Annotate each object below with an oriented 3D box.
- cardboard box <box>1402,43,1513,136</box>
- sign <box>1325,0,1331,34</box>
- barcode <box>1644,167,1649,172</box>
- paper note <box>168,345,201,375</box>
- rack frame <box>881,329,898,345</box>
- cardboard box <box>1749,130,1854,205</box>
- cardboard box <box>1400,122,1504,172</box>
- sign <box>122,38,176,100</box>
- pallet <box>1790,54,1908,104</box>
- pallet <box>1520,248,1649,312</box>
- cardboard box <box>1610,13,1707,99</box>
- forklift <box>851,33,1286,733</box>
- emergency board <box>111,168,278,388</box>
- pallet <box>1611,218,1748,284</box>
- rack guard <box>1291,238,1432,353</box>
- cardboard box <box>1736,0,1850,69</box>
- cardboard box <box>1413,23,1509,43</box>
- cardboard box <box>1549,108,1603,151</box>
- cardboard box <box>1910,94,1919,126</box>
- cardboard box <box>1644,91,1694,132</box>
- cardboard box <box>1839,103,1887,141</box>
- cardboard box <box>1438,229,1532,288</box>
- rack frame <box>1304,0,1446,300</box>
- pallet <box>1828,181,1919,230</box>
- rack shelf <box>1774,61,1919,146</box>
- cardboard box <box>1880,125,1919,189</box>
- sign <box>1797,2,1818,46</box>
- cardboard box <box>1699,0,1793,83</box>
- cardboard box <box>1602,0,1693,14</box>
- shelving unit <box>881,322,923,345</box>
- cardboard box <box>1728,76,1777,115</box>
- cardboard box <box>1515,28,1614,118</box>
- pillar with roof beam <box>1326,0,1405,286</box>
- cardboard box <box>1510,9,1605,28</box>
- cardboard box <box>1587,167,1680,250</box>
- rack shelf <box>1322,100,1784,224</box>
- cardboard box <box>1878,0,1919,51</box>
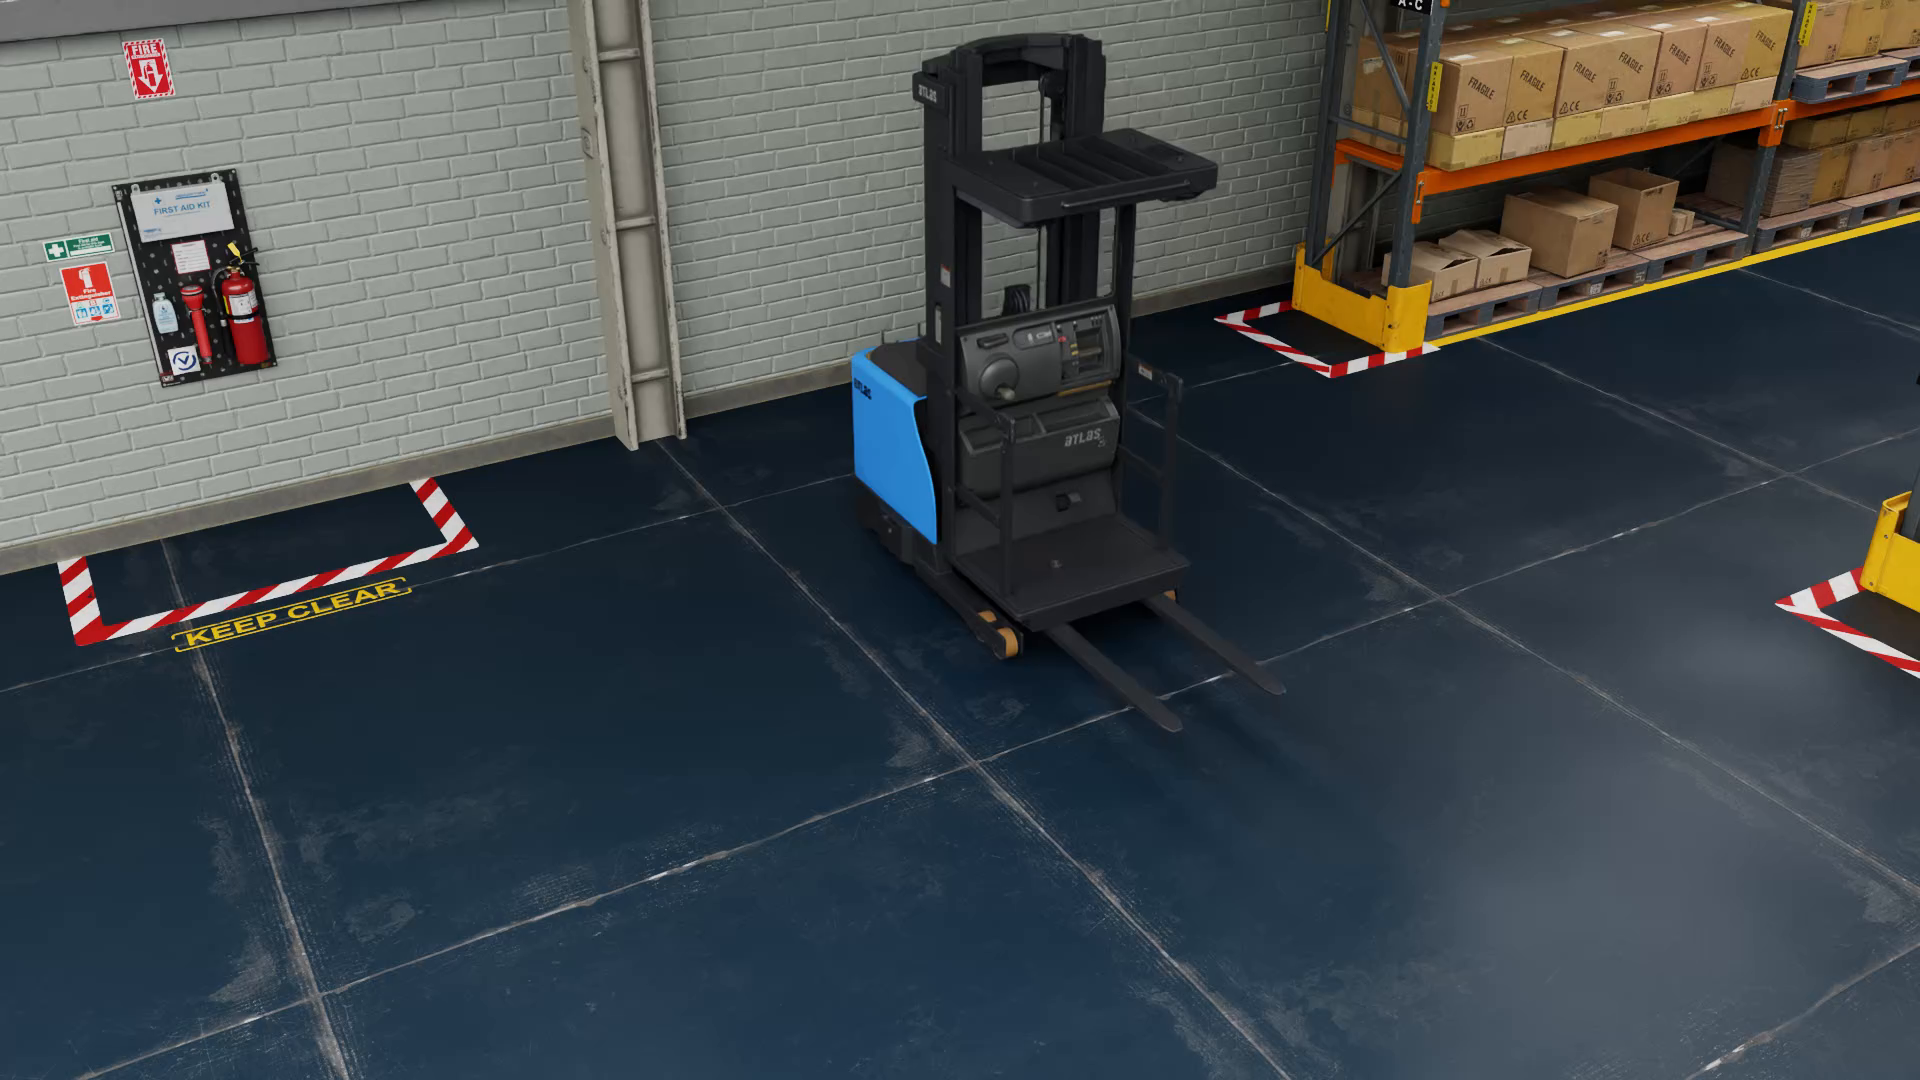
[{"bbox_3d":[3.525,-3.205,11.811,0.500,0.500,0.500,-16,33,-26],"label":"cardboard box"},{"bbox_3d":[2.697,-3.823,12.048,0.005,0.325,0.100,-16,33,-26],"label":"sign"},{"bbox_3d":[5.823,-3.127,14.112,0.075,0.075,0.001,-16,33,-26],"label":"barcode"},{"bbox_3d":[-4.384,-1.015,9.397,0.142,0.148,0.016,-16,33,-26],"label":"paper note"},{"bbox_3d":[-0.413,-0.745,10.013,0.008,1.050,0.200,-15,32,-26],"label":"rack frame"},{"bbox_3d":[7.456,-3.354,14.854,0.500,0.500,0.700,-17,33,-27],"label":"cardboard box"},{"bbox_3d":[3.543,-2.872,11.984,0.500,0.250,0.500,-17,33,-28],"label":"cardboard box"},{"bbox_3d":[-4.254,-2.470,8.722,0.199,0.298,0.001,-16,33,-26],"label":"sign"},{"bbox_3d":[7.143,-3.963,14.026,1.213,0.211,1.003,-16,33,-26],"label":"pallet"},{"bbox_3d":[4.796,-2.220,13.555,1.213,0.211,1.003,-16,33,-26],"label":"pallet"},{"bbox_3d":[5.292,-3.704,12.716,0.500,0.500,0.500,-17,33,-28],"label":"cardboard box"},{"bbox_3d":[0.528,-0.916,8.377,1.130,2.935,3.031,-15,32,-26],"label":"forklift"},{"bbox_3d":[-4.196,-1.416,9.211,0.643,1.169,0.194,-16,33,-26],"label":"emergency board"},{"bbox_3d":[5.849,-2.521,14.099,1.213,0.211,1.003,-16,33,-26],"label":"pallet"},{"bbox_3d":[3.027,-1.866,12.614,0.348,0.500,1.175,-16,33,-26],"label":"rack guard"},{"bbox_3d":[6.866,-4.268,13.820,0.500,0.500,0.700,-16,33,-26],"label":"cardboard box"},{"bbox_3d":[3.699,-3.536,12.412,0.500,0.500,0.500,-15,32,-26],"label":"cardboard box"},{"bbox_3d":[4.426,-3.127,12.447,0.500,0.250,0.500,-16,33,-27],"label":"cardboard box"},{"bbox_3d":[8.741,-4.015,15.277,0.500,0.250,0.500,-15,32,-25],"label":"cardboard box"},{"bbox_3d":[5.296,-3.374,12.893,0.500,0.250,0.500,-16,33,-27],"label":"cardboard box"},{"bbox_3d":[7.861,-3.773,14.837,0.500,0.250,0.500,-17,33,-28],"label":"cardboard box"},{"bbox_3d":[4.095,-2.229,13.011,0.500,0.311,0.500,-13,31,-22],"label":"cardboard box"},{"bbox_3d":[2.961,-2.942,11.976,0.127,3.000,1.000,-16,33,-26],"label":"rack frame"},{"bbox_3d":[8.134,-3.192,15.315,1.213,0.211,1.003,-16,33,-26],"label":"pallet"},{"bbox_3d":[8.134,-4.096,14.811,4.000,0.370,1.077,-16,33,-26],"label":"rack shelf"},{"bbox_3d":[8.347,-3.589,15.281,0.500,0.500,0.700,-16,33,-27],"label":"cardboard box"},{"bbox_3d":[6.692,-4.076,13.135,0.005,0.325,0.100,-16,33,-26],"label":"sign"},{"bbox_3d":[6.159,-3.948,13.157,0.500,0.500,0.500,-16,33,-26],"label":"cardboard box"},{"bbox_3d":[5.451,-4.039,13.323,0.500,0.500,0.500,-16,33,-27],"label":"cardboard box"},{"bbox_3d":[-0.307,-0.774,10.066,0.252,1.050,0.215,-15,32,-26],"label":"shelving unit"},{"bbox_3d":[6.155,-3.622,13.343,0.500,0.250,0.500,-16,33,-26],"label":"cardboard box"},{"bbox_3d":[4.405,-3.446,12.247,0.500,0.500,0.500,-17,33,-28],"label":"cardboard box"},{"bbox_3d":[5.308,-4.307,8.240,0.400,9.000,9.100,-16,33,-26],"label":"pillar with roof beam"},{"bbox_3d":[4.577,-3.788,12.868,0.500,0.500,0.500,-15,32,-26],"label":"cardboard box"},{"bbox_3d":[5.535,-2.748,13.757,0.500,0.500,0.500,-19,34,-30],"label":"cardboard box"},{"bbox_3d":[4.686,-3.116,13.037,4.000,0.370,1.077,-16,33,-26],"label":"rack shelf"},{"bbox_3d":[7.903,-4.576,14.378,0.500,0.500,0.700,-11,31,-20],"label":"cardboard box"}]
